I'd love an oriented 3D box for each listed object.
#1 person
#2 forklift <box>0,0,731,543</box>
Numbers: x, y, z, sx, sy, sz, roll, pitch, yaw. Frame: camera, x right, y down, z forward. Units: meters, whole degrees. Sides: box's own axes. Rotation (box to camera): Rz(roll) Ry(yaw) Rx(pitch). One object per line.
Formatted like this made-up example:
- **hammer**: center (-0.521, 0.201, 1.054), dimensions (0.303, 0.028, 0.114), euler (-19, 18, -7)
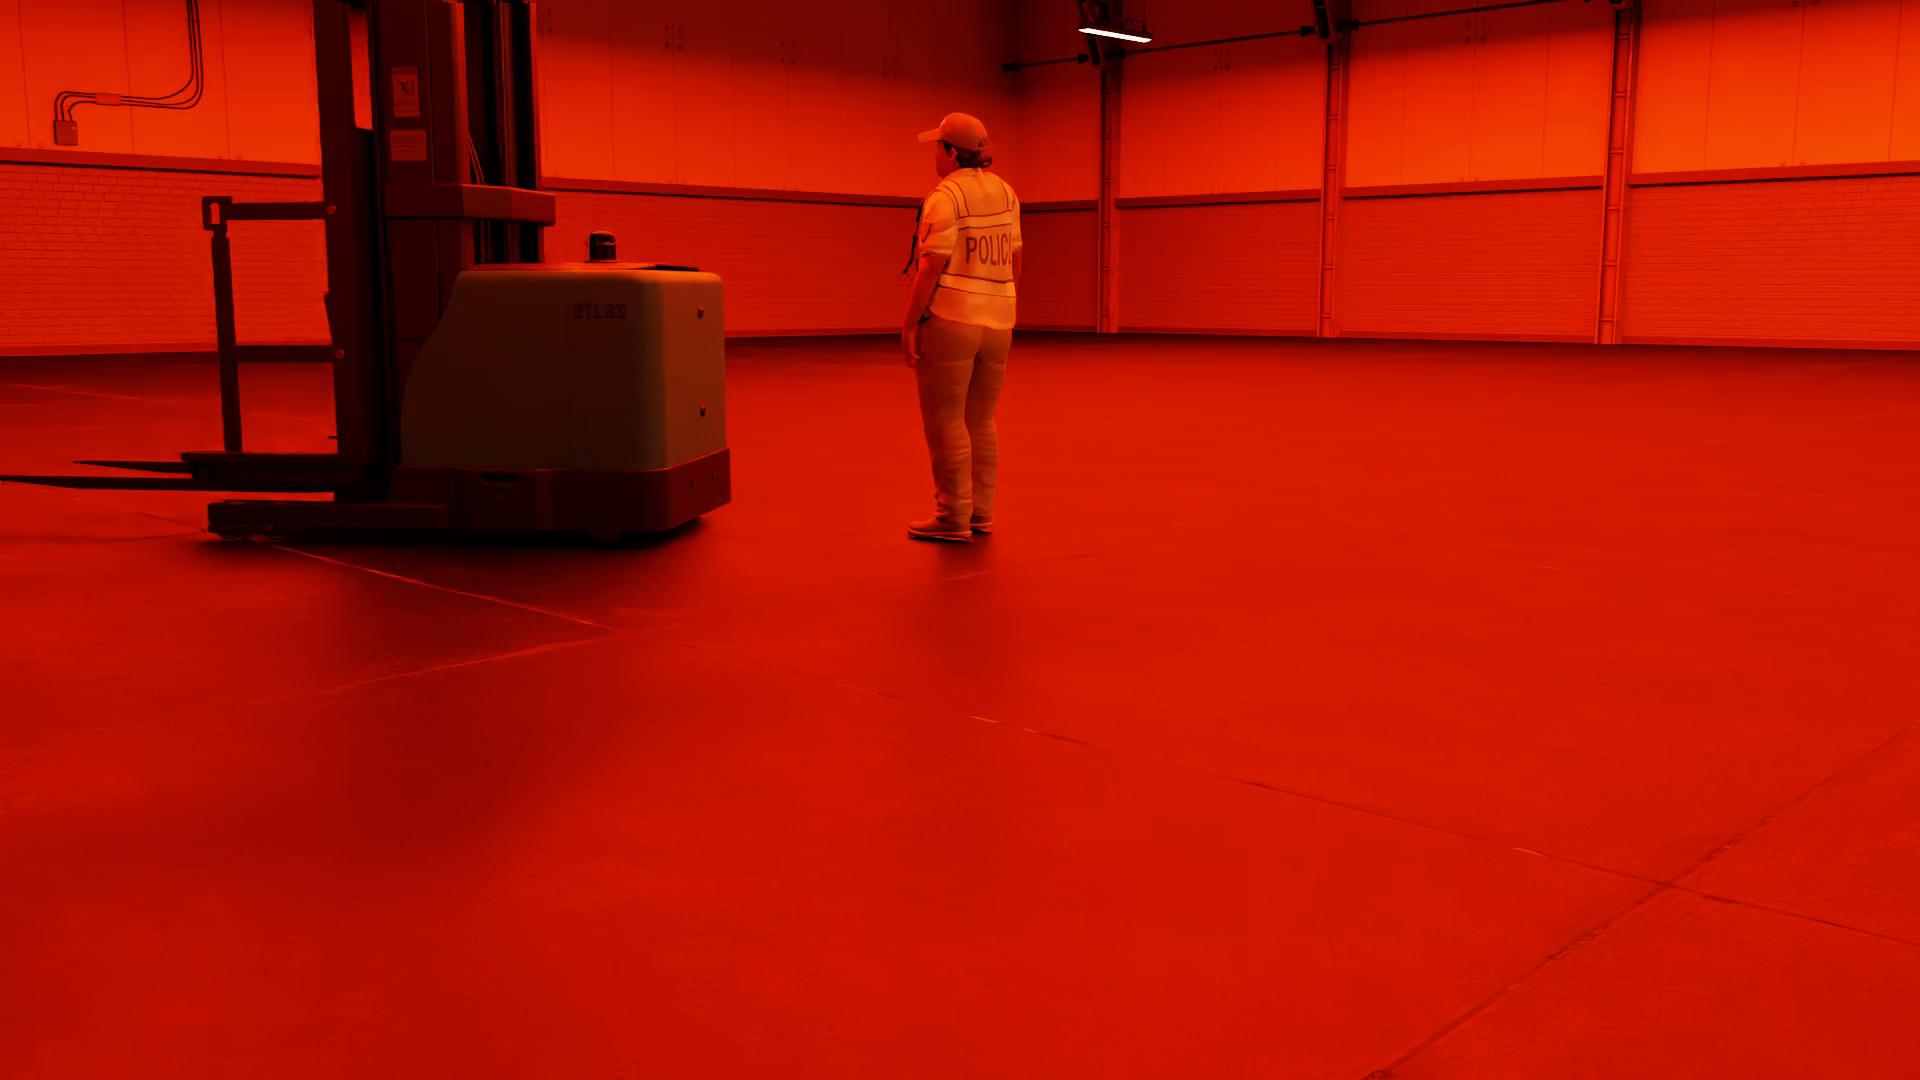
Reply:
- **person**: center (-0.040, -0.841, 6.662), dimensions (0.527, 1.670, 0.598), euler (8, 12, 43)
- **forklift**: center (-2.573, -1.515, 6.933), dimensions (3.031, 2.935, 1.130), euler (1, 9, 8)
